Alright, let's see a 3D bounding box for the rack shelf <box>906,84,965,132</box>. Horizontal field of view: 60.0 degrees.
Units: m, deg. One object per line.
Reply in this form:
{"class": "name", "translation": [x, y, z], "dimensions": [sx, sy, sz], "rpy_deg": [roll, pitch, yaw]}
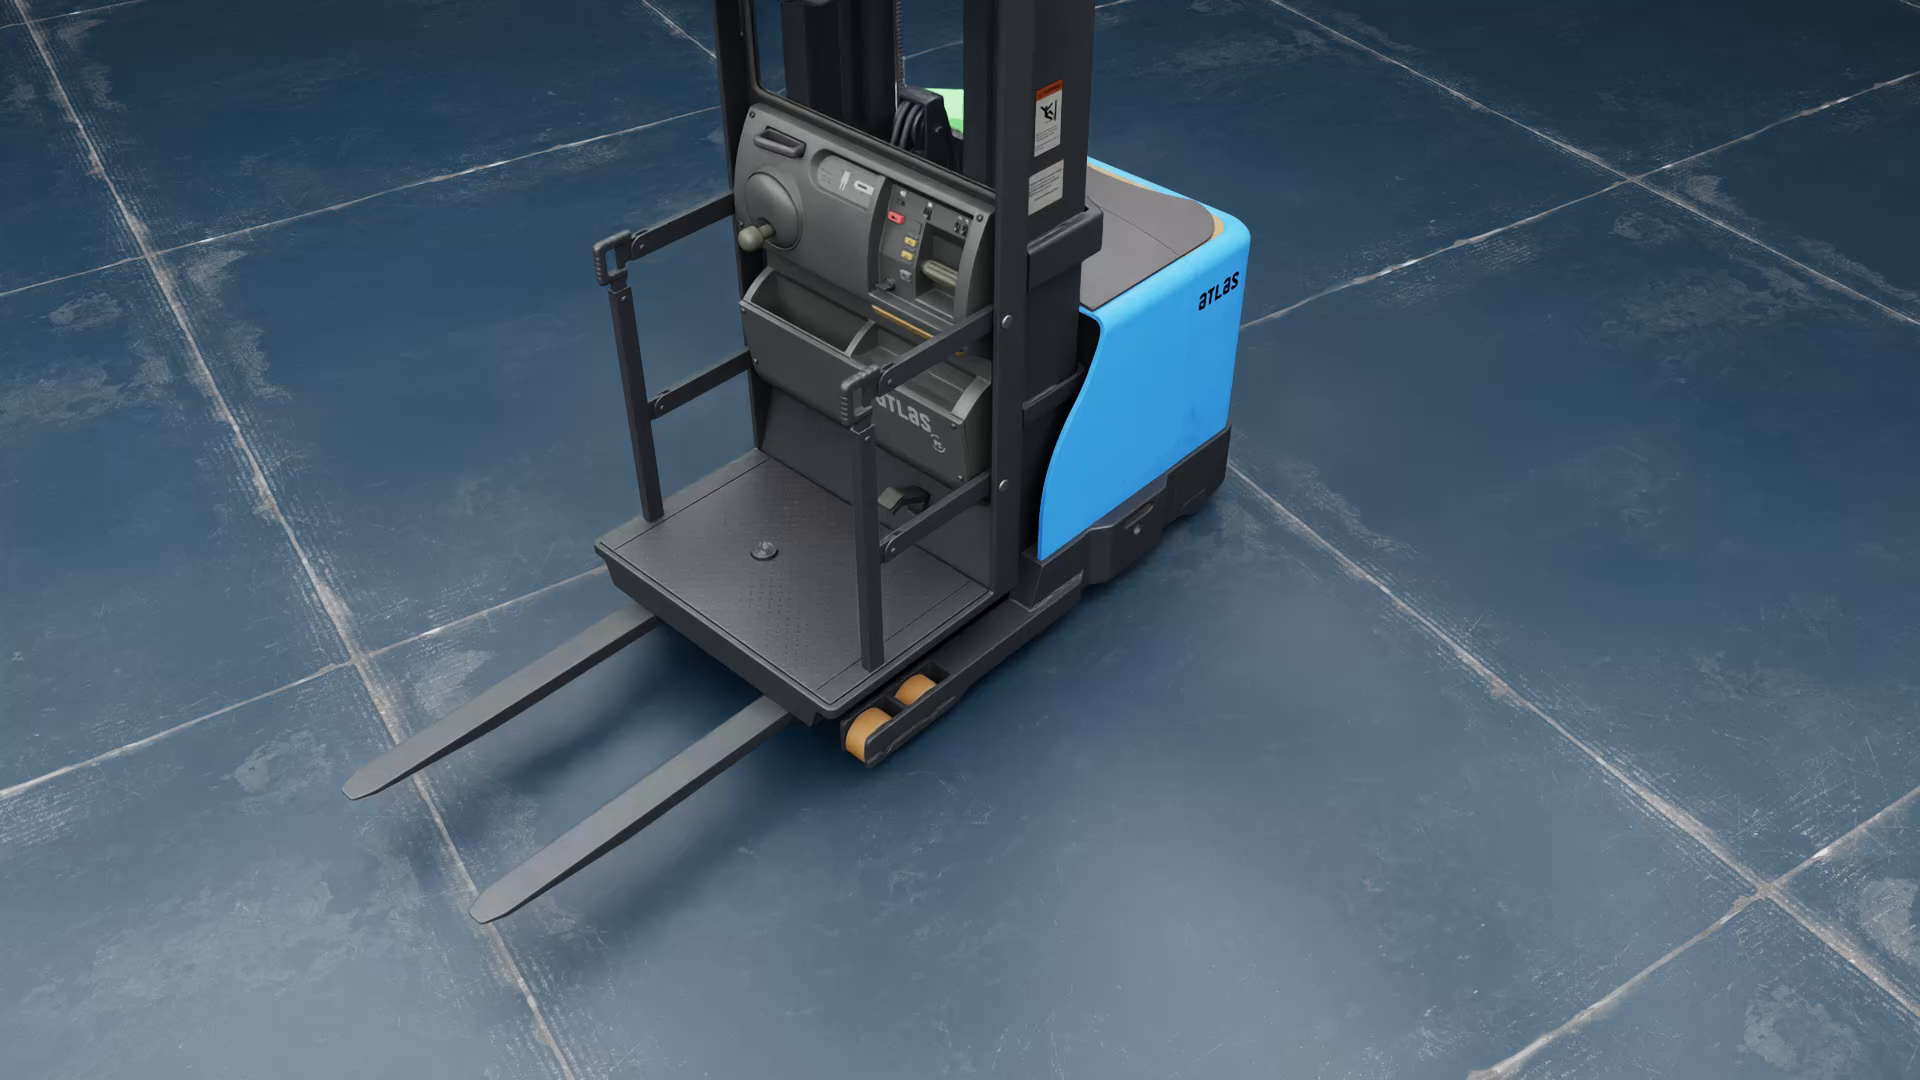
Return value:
{"class": "rack shelf", "translation": [0.029, -1.509, 5.972], "dimensions": [0.480, 0.148, 0.258], "rpy_deg": [3, 40, 3]}

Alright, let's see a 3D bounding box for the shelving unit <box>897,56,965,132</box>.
{"class": "shelving unit", "translation": [0.029, -1.188, 6.237], "dimensions": [0.503, 1.200, 0.258], "rpy_deg": [3, 40, 3]}

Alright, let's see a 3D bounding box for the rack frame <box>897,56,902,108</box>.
{"class": "rack frame", "translation": [-0.214, -1.200, 6.252], "dimensions": [0.015, 1.200, 0.240], "rpy_deg": [3, 40, 3]}

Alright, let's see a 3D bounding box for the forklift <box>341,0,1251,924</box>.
{"class": "forklift", "translation": [-0.430, -0.831, 4.458], "dimensions": [1.130, 2.935, 3.031], "rpy_deg": [31, 49, 32]}
